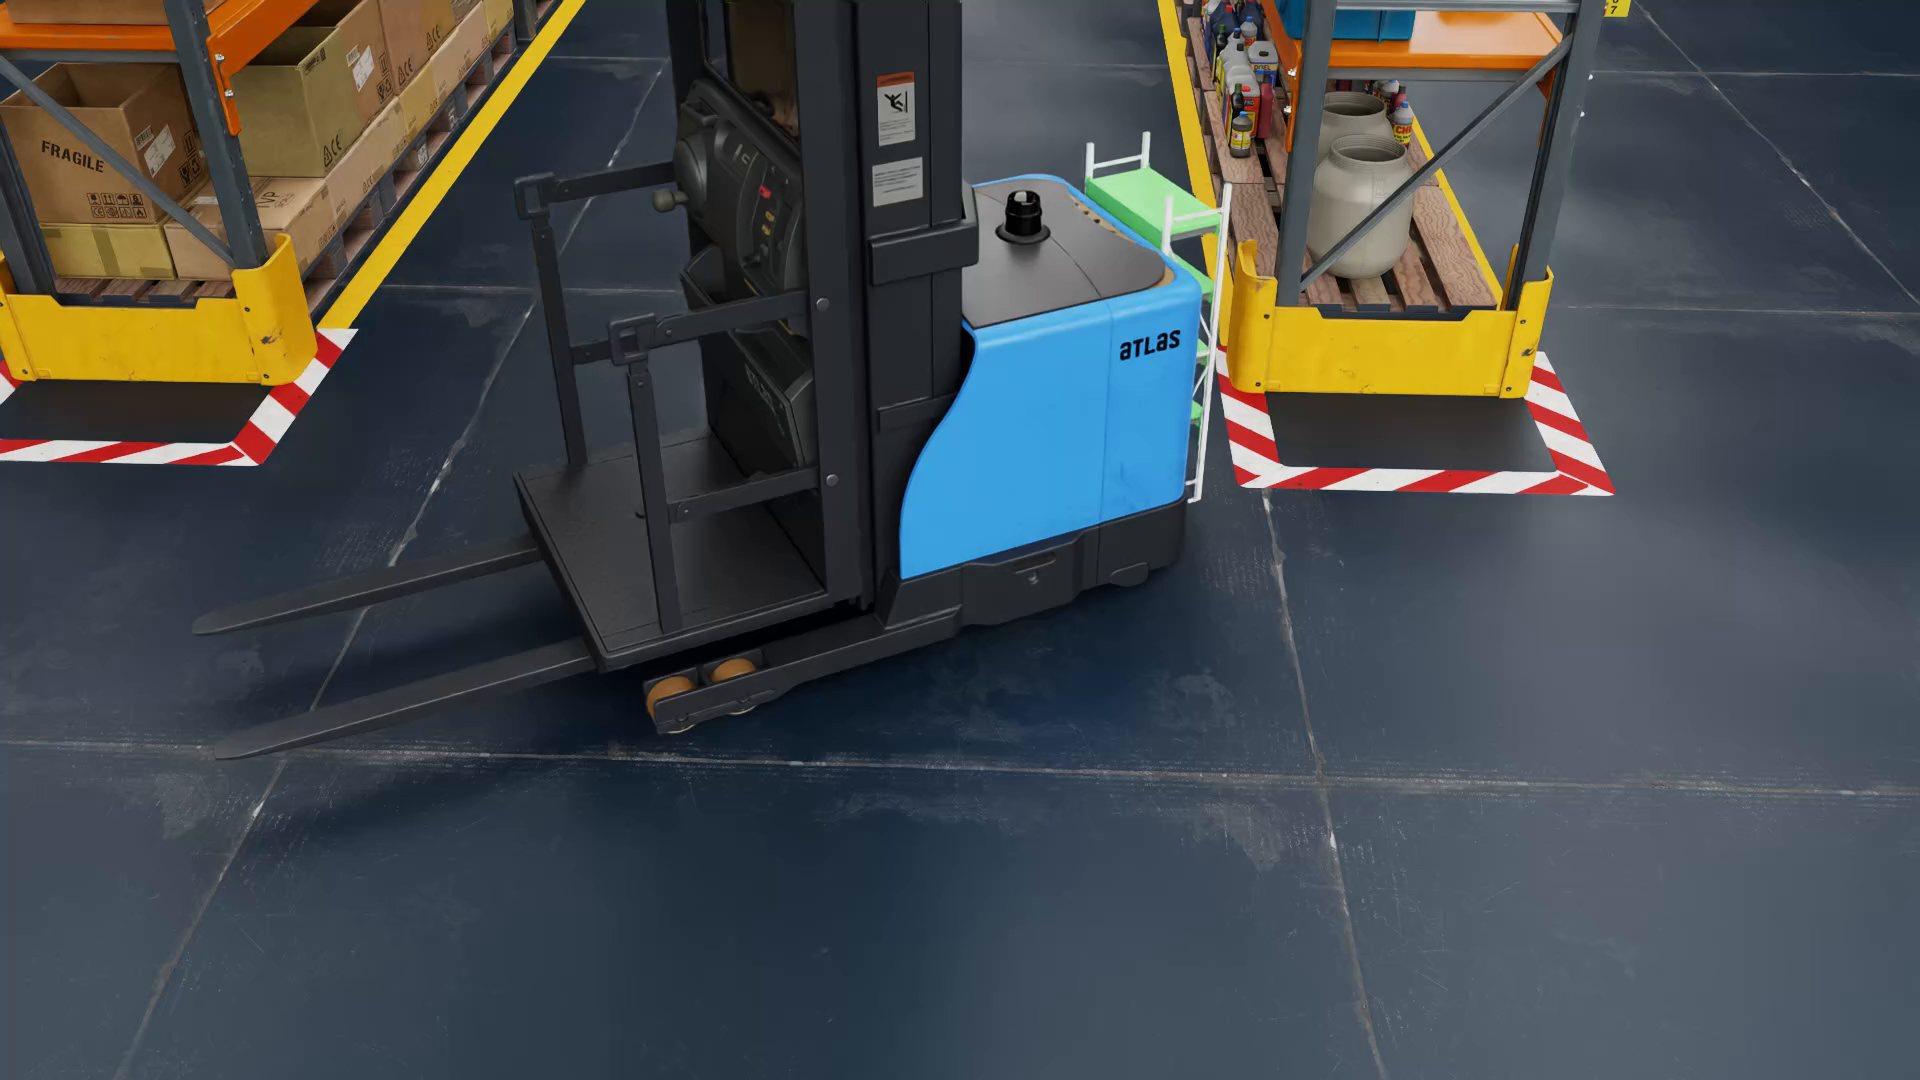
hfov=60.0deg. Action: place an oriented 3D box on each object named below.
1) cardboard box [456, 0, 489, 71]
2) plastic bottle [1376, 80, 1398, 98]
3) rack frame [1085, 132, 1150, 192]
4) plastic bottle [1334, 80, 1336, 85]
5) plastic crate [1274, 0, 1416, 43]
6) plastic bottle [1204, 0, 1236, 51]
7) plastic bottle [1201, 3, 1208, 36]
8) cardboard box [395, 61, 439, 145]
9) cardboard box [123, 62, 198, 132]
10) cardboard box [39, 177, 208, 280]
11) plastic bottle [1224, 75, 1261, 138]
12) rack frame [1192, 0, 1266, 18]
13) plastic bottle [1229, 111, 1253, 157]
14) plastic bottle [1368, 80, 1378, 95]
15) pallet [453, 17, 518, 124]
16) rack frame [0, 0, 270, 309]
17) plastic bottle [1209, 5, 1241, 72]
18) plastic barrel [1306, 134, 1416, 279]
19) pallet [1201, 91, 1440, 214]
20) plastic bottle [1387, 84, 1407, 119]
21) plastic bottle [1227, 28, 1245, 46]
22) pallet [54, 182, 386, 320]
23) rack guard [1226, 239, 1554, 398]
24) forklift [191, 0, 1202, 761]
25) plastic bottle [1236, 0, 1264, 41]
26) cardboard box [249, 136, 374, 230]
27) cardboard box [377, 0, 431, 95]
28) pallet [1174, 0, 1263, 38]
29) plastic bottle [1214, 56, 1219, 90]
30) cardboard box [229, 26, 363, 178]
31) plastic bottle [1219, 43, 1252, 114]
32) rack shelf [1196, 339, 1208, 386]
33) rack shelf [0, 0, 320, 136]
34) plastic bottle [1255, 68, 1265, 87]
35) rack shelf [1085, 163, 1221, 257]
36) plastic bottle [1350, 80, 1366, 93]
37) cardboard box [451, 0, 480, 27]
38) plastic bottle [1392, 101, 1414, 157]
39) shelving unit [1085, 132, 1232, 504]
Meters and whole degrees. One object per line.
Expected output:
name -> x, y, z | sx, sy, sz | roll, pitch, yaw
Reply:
cardboard box -> -2.905, -2.755, 9.087 | 0.500, 0.250, 0.500 | 1, 35, 2
plastic bottle -> 2.116, -2.204, 8.268 | 0.097, 0.271, 0.097 | 0, 35, 0
rack frame -> 0.534, -0.859, 5.928 | 0.240, 1.200, 0.015 | -16, 38, -21
plastic bottle -> 2.013, -2.534, 8.726 | 0.061, 0.283, 0.133 | 1, 35, 2
plastic crate -> 1.435, -2.085, 6.238 | 0.499, 0.251, 0.616 | 1, 35, 2
plastic bottle -> 1.438, -2.856, 9.191 | 0.152, 0.276, 0.135 | 3, 35, 4
plastic bottle -> 1.420, -2.954, 9.395 | 0.097, 0.201, 0.097 | 0, 35, 0
cardboard box -> -2.930, -2.180, 8.269 | 0.500, 0.250, 0.500 | 1, 35, 2
cardboard box -> -3.486, -2.212, 7.662 | 0.500, 0.500, 0.500 | 1, 35, 2
cardboard box -> -3.509, -1.330, 7.060 | 0.500, 0.250, 0.500 | 1, 35, 2
plastic bottle -> 1.387, -2.127, 8.154 | 0.152, 0.276, 0.135 | 2, 35, 2
rack frame -> 1.875, -4.150, 9.046 | 1.000, 3.000, 0.127 | 1, 35, 2
plastic bottle -> 1.350, -1.952, 7.970 | 0.097, 0.201, 0.097 | 0, 35, 0
plastic bottle -> 2.124, -2.321, 8.434 | 0.097, 0.271, 0.097 | 0, 35, 0
pallet -> -3.148, -2.670, 9.365 | 1.003, 0.211, 1.213 | 1, 35, 2
rack frame -> -3.235, -1.968, 5.942 | 1.000, 3.000, 0.127 | 1, 35, 2
plastic bottle -> 1.420, -2.683, 8.881 | 0.144, 0.351, 0.185 | 0, 35, 0
plastic barrel -> 1.664, -1.385, 6.911 | 0.421, 0.512, 0.421 | 0, 35, 0
pallet -> 1.760, -1.921, 8.300 | 1.003, 0.211, 1.213 | 1, 35, 2
plastic bottle -> 2.125, -2.084, 8.087 | 0.061, 0.283, 0.133 | 2, 35, 3
plastic bottle -> 1.451, -2.566, 8.782 | 0.097, 0.271, 0.097 | 0, 35, 0
pallet -> -3.246, -1.268, 7.370 | 1.003, 0.211, 1.213 | 1, 35, 2
rack guard -> 1.670, -0.874, 6.558 | 1.175, 0.500, 0.348 | 1, 35, 2
forklift -> -0.807, -0.974, 4.586 | 3.031, 2.935, 1.130 | -16, 38, -21
plastic bottle -> 1.572, -2.788, 9.030 | 0.144, 0.351, 0.185 | 1, 35, 2
cardboard box -> -2.975, -1.605, 7.452 | 0.500, 0.250, 0.500 | 1, 35, 2
cardboard box -> -2.929, -2.487, 8.053 | 0.500, 0.500, 0.500 | 1, 35, 2
pallet -> 1.867, -3.461, 10.491 | 1.003, 0.211, 1.213 | 1, 35, 2
plastic bottle -> 1.385, -2.460, 8.693 | 0.097, 0.201, 0.097 | 0, 35, 0
cardboard box -> -2.973, -1.912, 7.236 | 0.500, 0.500, 0.500 | 1, 35, 2
plastic bottle -> 1.395, -2.332, 8.381 | 0.144, 0.351, 0.185 | 3, 35, 4
rack shelf -> 0.642, -0.681, 5.786 | 0.258, 0.148, 0.480 | -16, 38, -21
rack shelf -> -3.155, -2.823, 7.784 | 1.077, 0.370, 4.000 | 1, 35, 2
plastic bottle -> 1.518, -2.294, 8.456 | 0.097, 0.201, 0.097 | 0, 35, 0
rack shelf -> 0.642, -1.073, 5.510 | 0.258, 0.148, 0.480 | -16, 38, -21
plastic bottle -> 2.105, -2.450, 8.613 | 0.152, 0.276, 0.135 | 2, 35, 3
cardboard box -> -2.907, -3.062, 8.871 | 0.500, 0.500, 0.500 | 1, 35, 2
plastic bottle -> 2.098, -1.950, 7.906 | 0.097, 0.271, 0.097 | 0, 35, 0
shelving unit -> 0.642, -0.733, 5.749 | 0.258, 1.200, 0.503 | -16, 38, -21
